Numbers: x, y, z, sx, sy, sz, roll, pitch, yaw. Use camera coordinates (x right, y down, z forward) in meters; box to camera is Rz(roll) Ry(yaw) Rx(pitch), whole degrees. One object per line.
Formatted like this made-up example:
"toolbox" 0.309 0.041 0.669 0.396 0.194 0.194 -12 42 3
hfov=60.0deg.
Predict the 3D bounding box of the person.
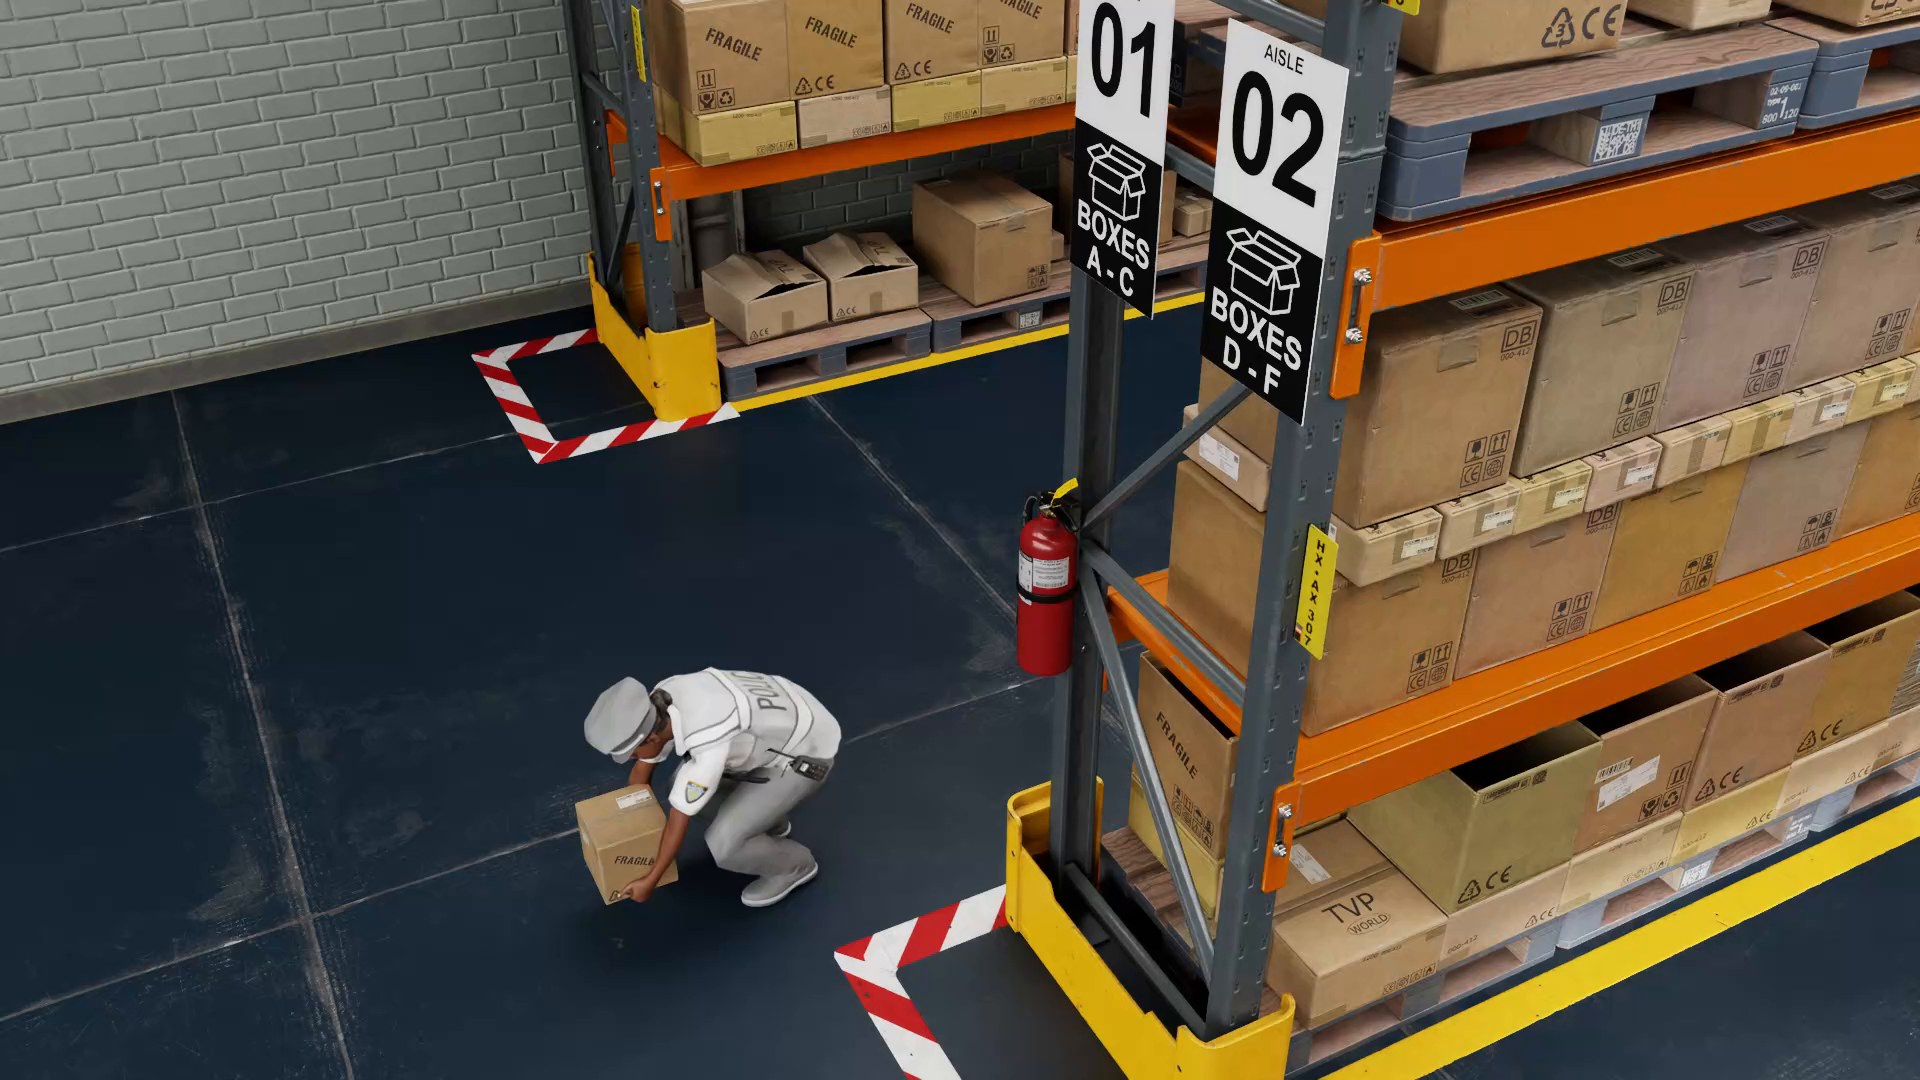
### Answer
"person" -0.812 0.784 5.574 0.860 0.985 0.458 -18 37 -25
